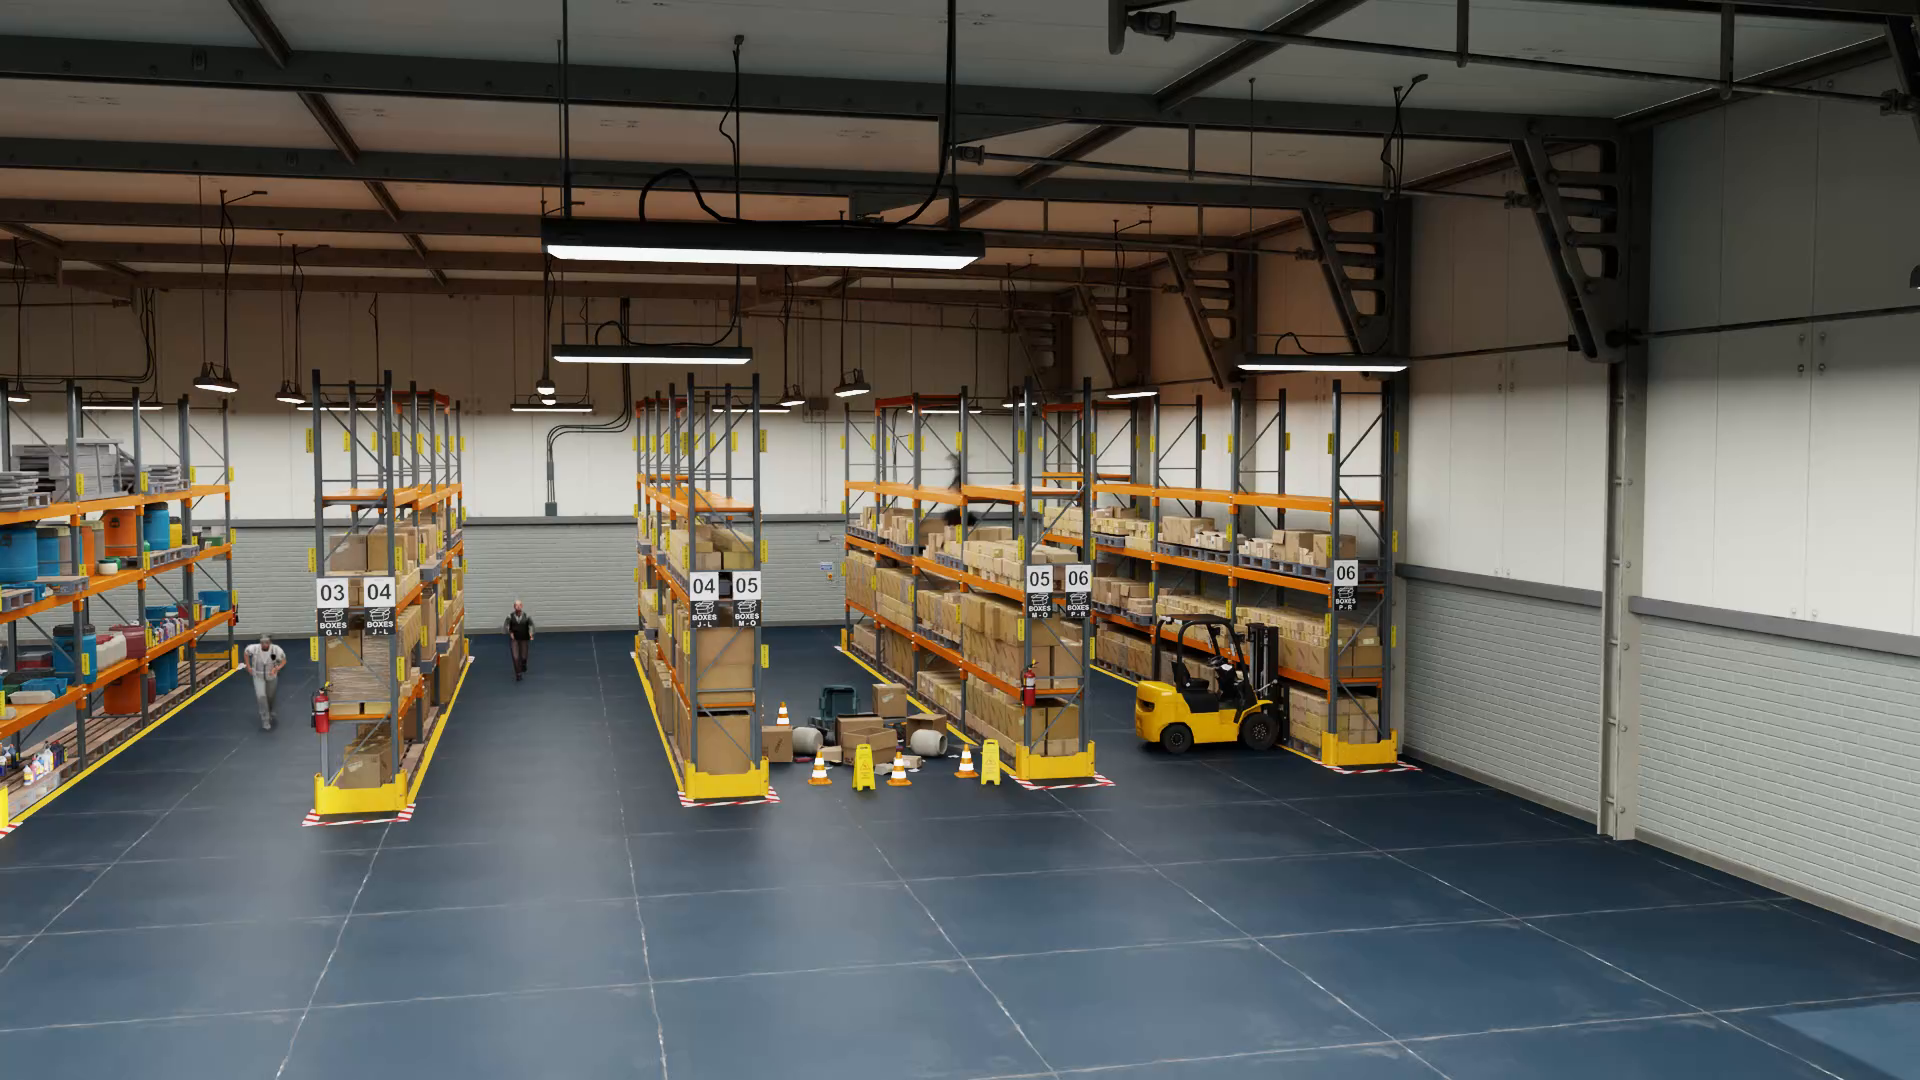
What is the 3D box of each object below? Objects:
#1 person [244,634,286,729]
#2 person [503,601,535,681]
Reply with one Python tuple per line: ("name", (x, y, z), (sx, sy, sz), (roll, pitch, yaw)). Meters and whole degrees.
("person", (-12.368, 2.486, 29.640), (0.704, 1.720, 1.030), (-1, 3, -18))
("person", (-9.367, 2.134, 35.318), (0.661, 1.681, 0.585), (-1, 3, -17))
